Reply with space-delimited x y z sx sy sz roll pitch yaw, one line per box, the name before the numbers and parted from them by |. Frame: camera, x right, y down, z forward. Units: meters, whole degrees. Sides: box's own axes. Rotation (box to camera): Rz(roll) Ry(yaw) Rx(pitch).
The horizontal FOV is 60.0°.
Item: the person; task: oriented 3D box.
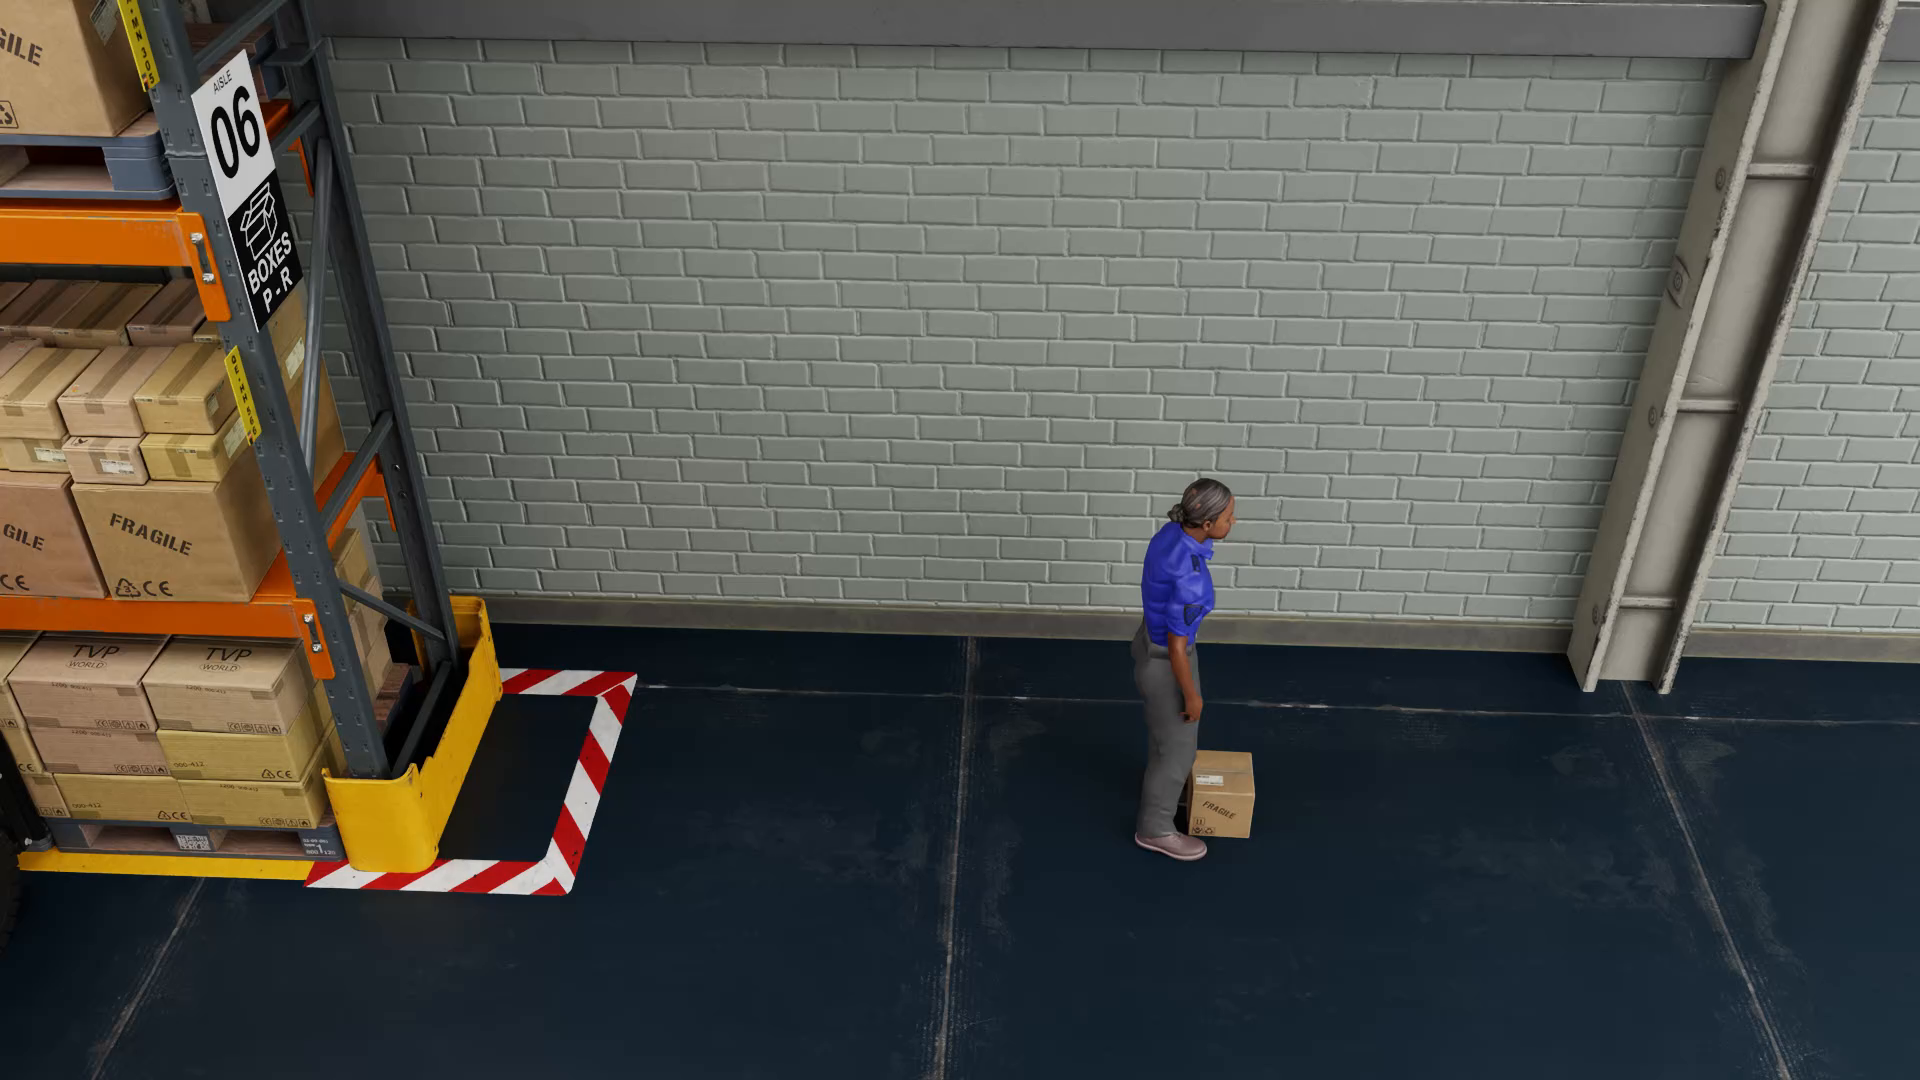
person | 0.866 0.478 6.457 0.395 1.656 0.530 0 36 0
